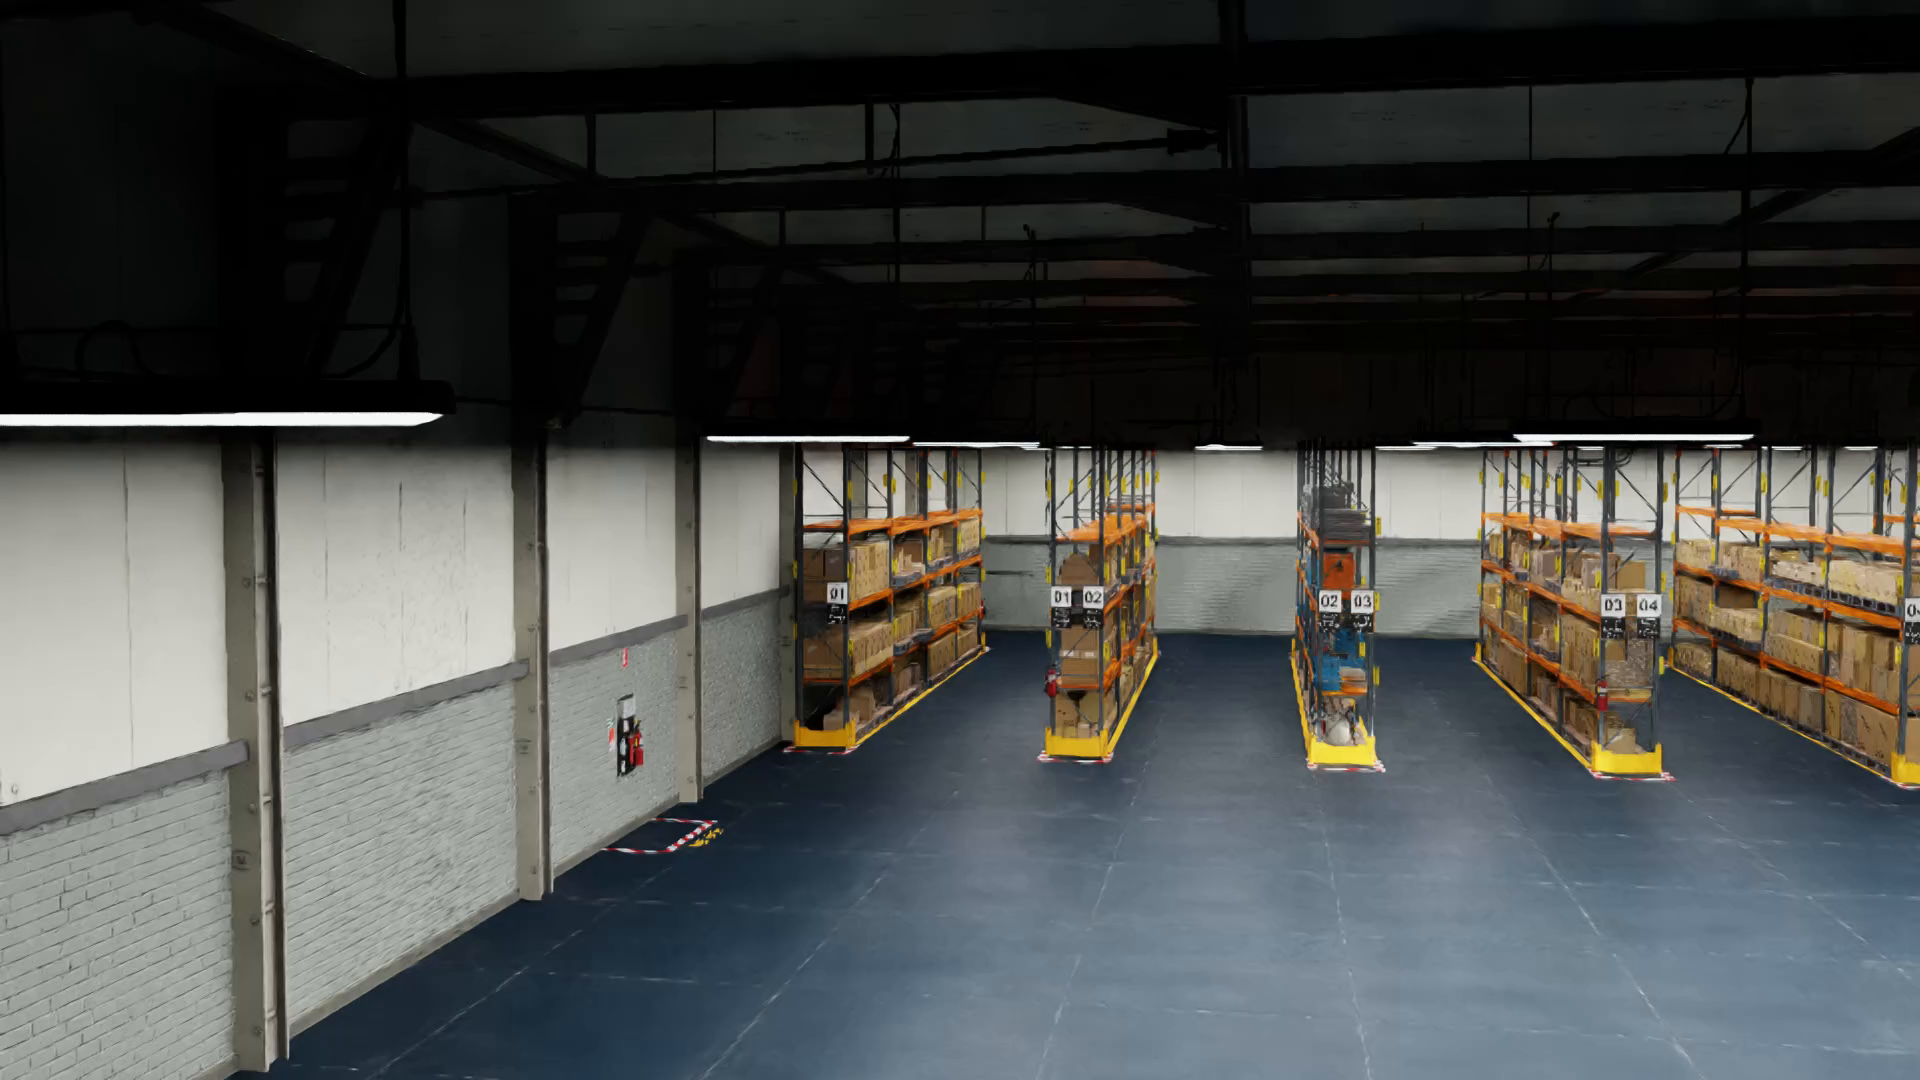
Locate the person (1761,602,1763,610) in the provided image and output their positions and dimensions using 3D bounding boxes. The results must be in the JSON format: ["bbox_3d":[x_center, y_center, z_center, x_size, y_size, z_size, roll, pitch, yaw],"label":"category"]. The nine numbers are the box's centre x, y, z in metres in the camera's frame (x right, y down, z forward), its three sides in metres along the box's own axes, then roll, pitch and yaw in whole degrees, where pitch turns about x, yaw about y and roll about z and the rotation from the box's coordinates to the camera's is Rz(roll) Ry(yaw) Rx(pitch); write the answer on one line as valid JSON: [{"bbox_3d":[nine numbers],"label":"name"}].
[{"bbox_3d":[21.137,2.507,43.871,0.489,1.760,0.619,-1,3,-11],"label":"person"}]
